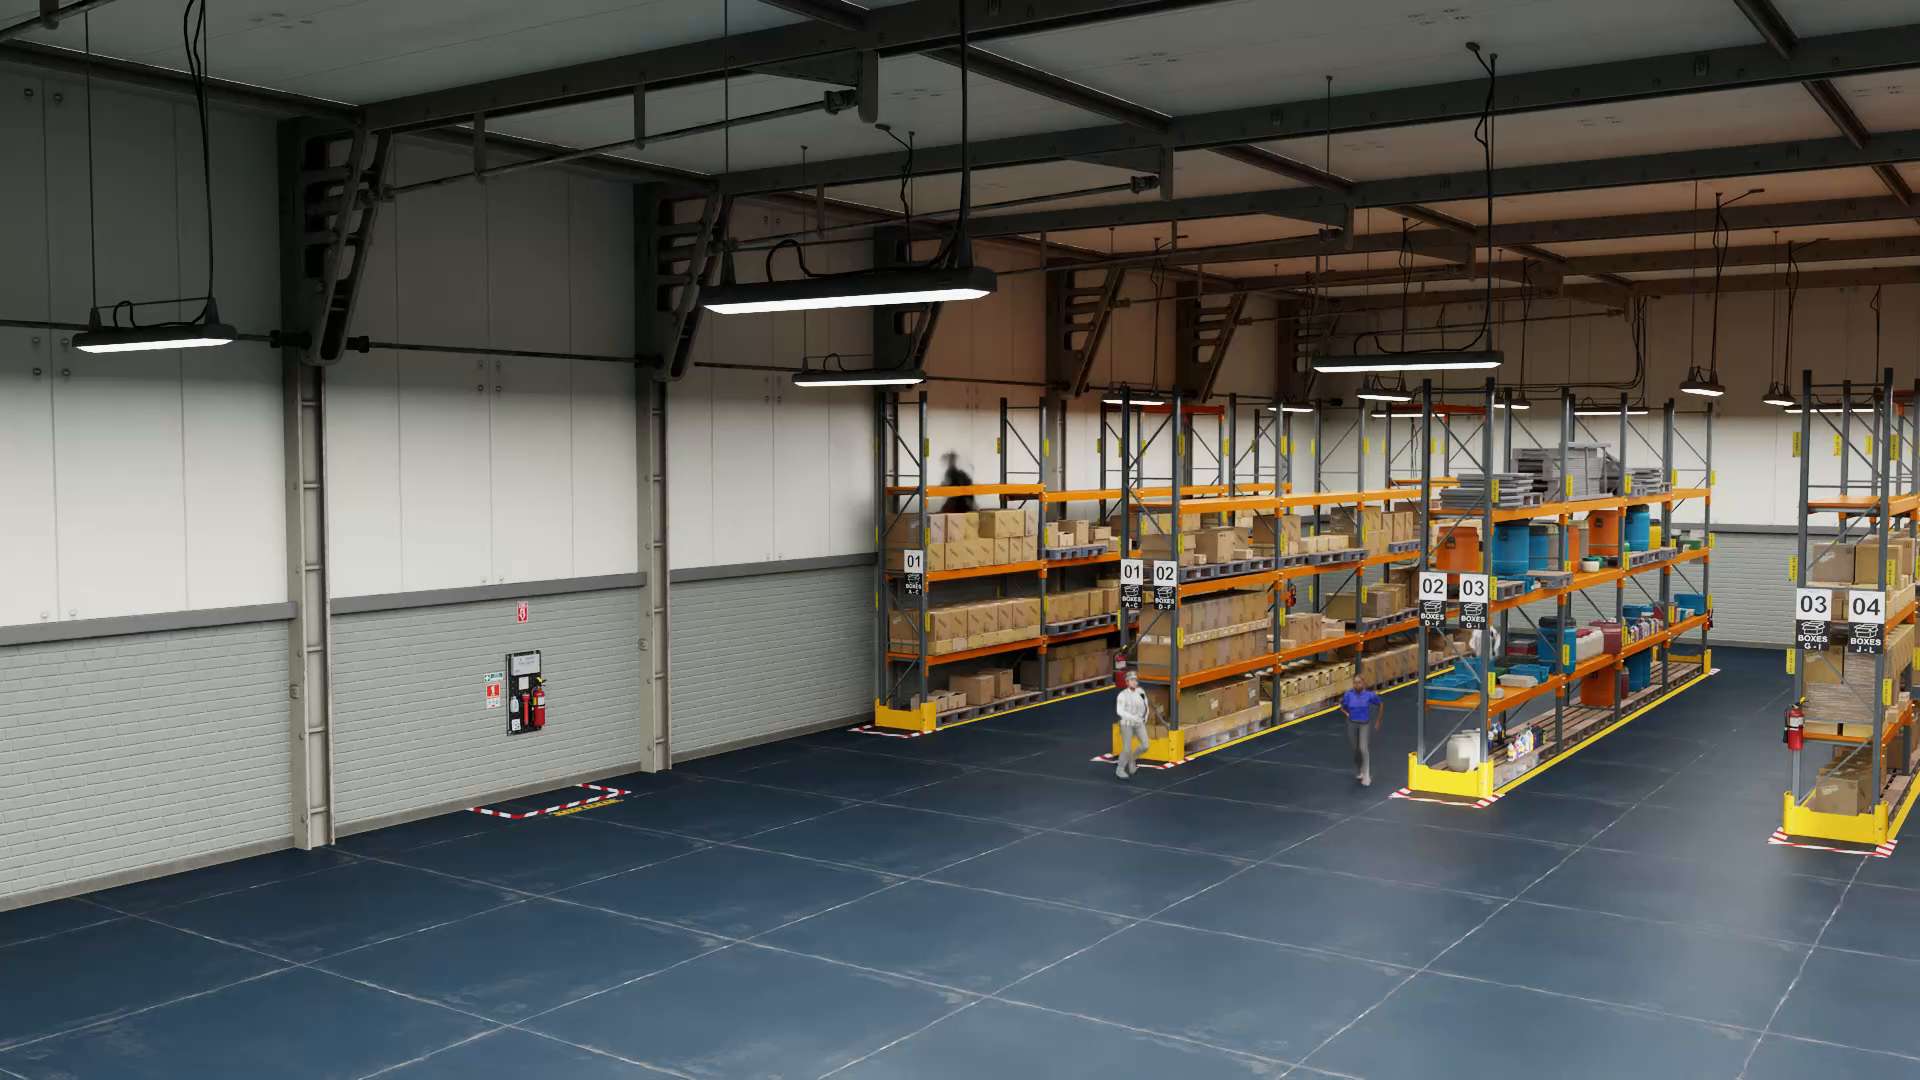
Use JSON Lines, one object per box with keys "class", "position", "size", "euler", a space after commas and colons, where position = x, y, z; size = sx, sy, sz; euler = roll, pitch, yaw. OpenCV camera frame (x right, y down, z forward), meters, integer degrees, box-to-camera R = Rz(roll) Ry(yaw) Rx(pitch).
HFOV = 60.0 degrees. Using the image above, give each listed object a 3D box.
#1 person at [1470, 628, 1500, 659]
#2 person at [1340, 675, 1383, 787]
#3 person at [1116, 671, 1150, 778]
{"class": "person", "position": [10.513, 2.318, 33.293], "size": [0.600, 1.675, 0.892], "euler": [1, 3, 20]}
{"class": "person", "position": [5.952, 2.819, 24.739], "size": [0.599, 1.648, 0.757], "euler": [2, 4, 27]}
{"class": "person", "position": [2.625, 2.777, 25.001], "size": [0.635, 1.647, 0.725], "euler": [-1, 3, -22]}
